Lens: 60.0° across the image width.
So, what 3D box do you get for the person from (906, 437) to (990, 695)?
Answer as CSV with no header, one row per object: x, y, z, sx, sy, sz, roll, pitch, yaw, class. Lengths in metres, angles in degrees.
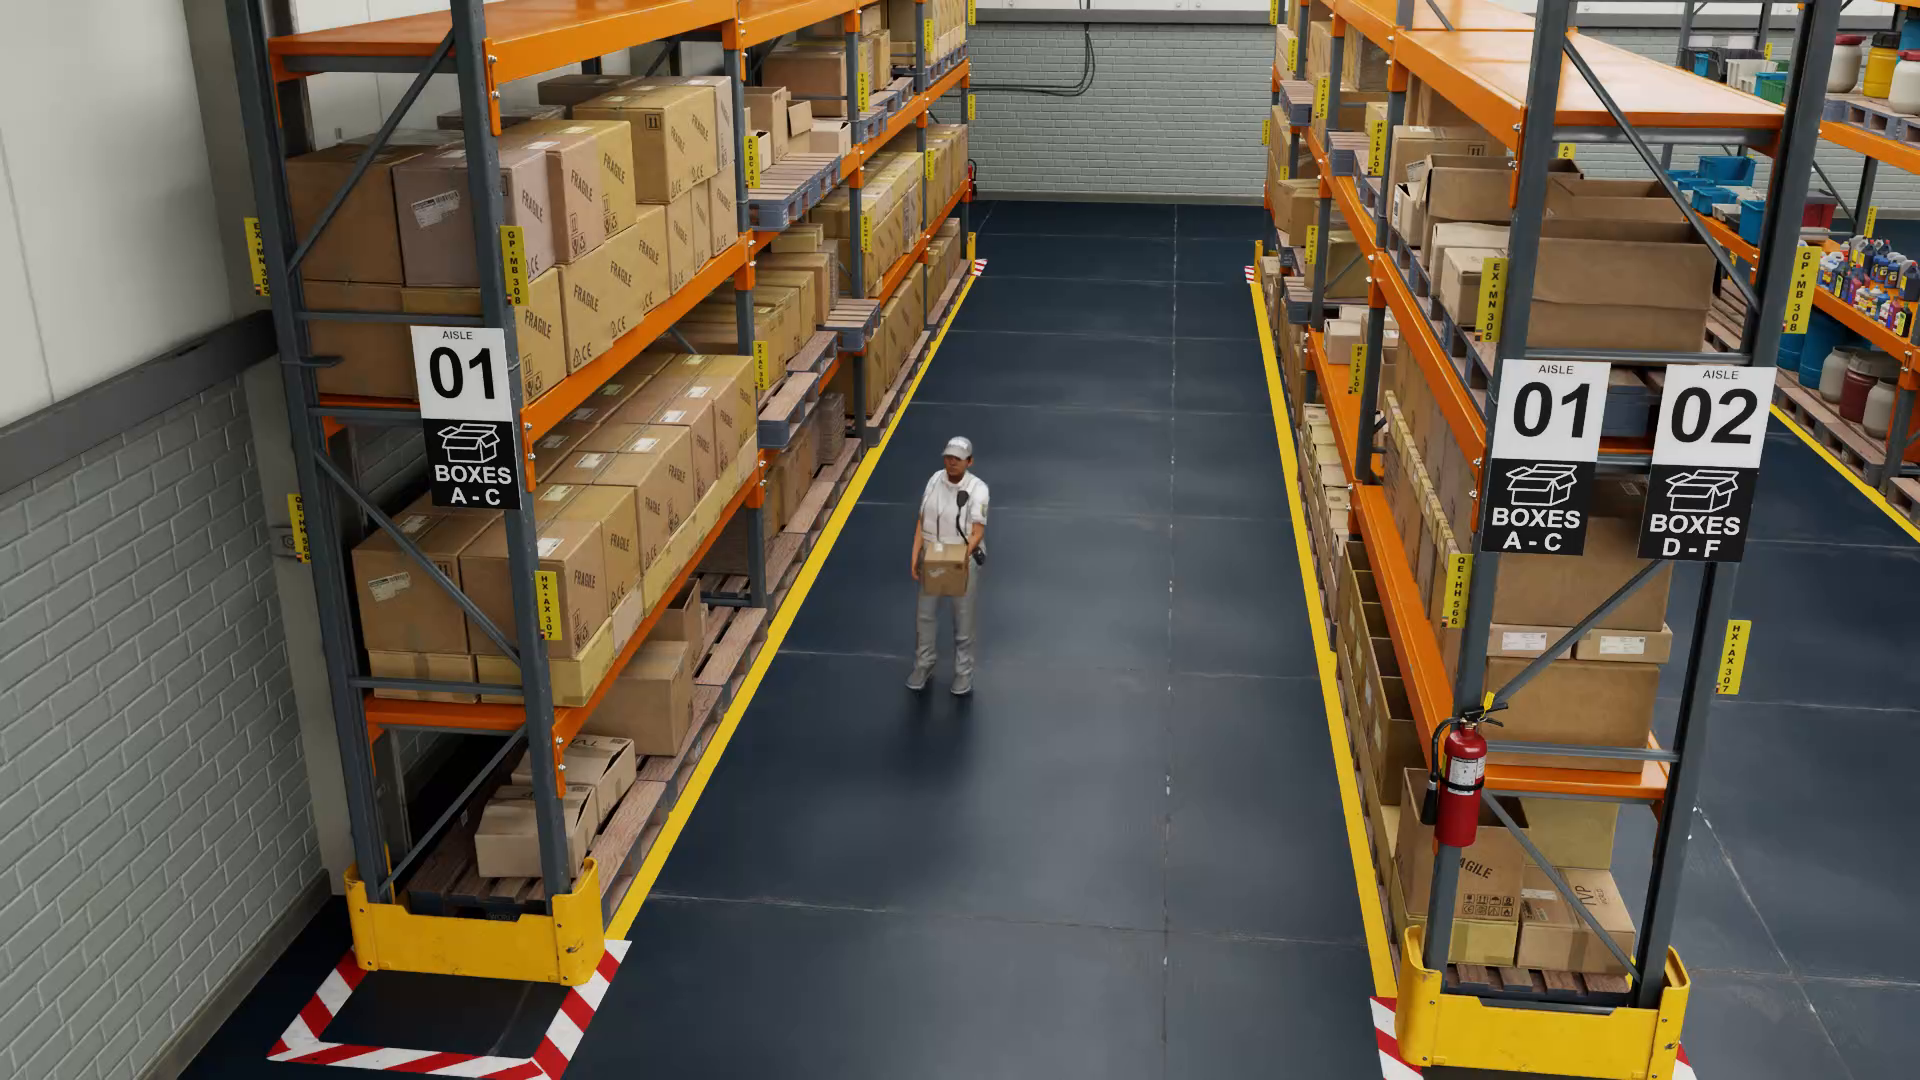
-0.079,0.165,10.648,0.486,1.670,0.497,11,24,26,person
